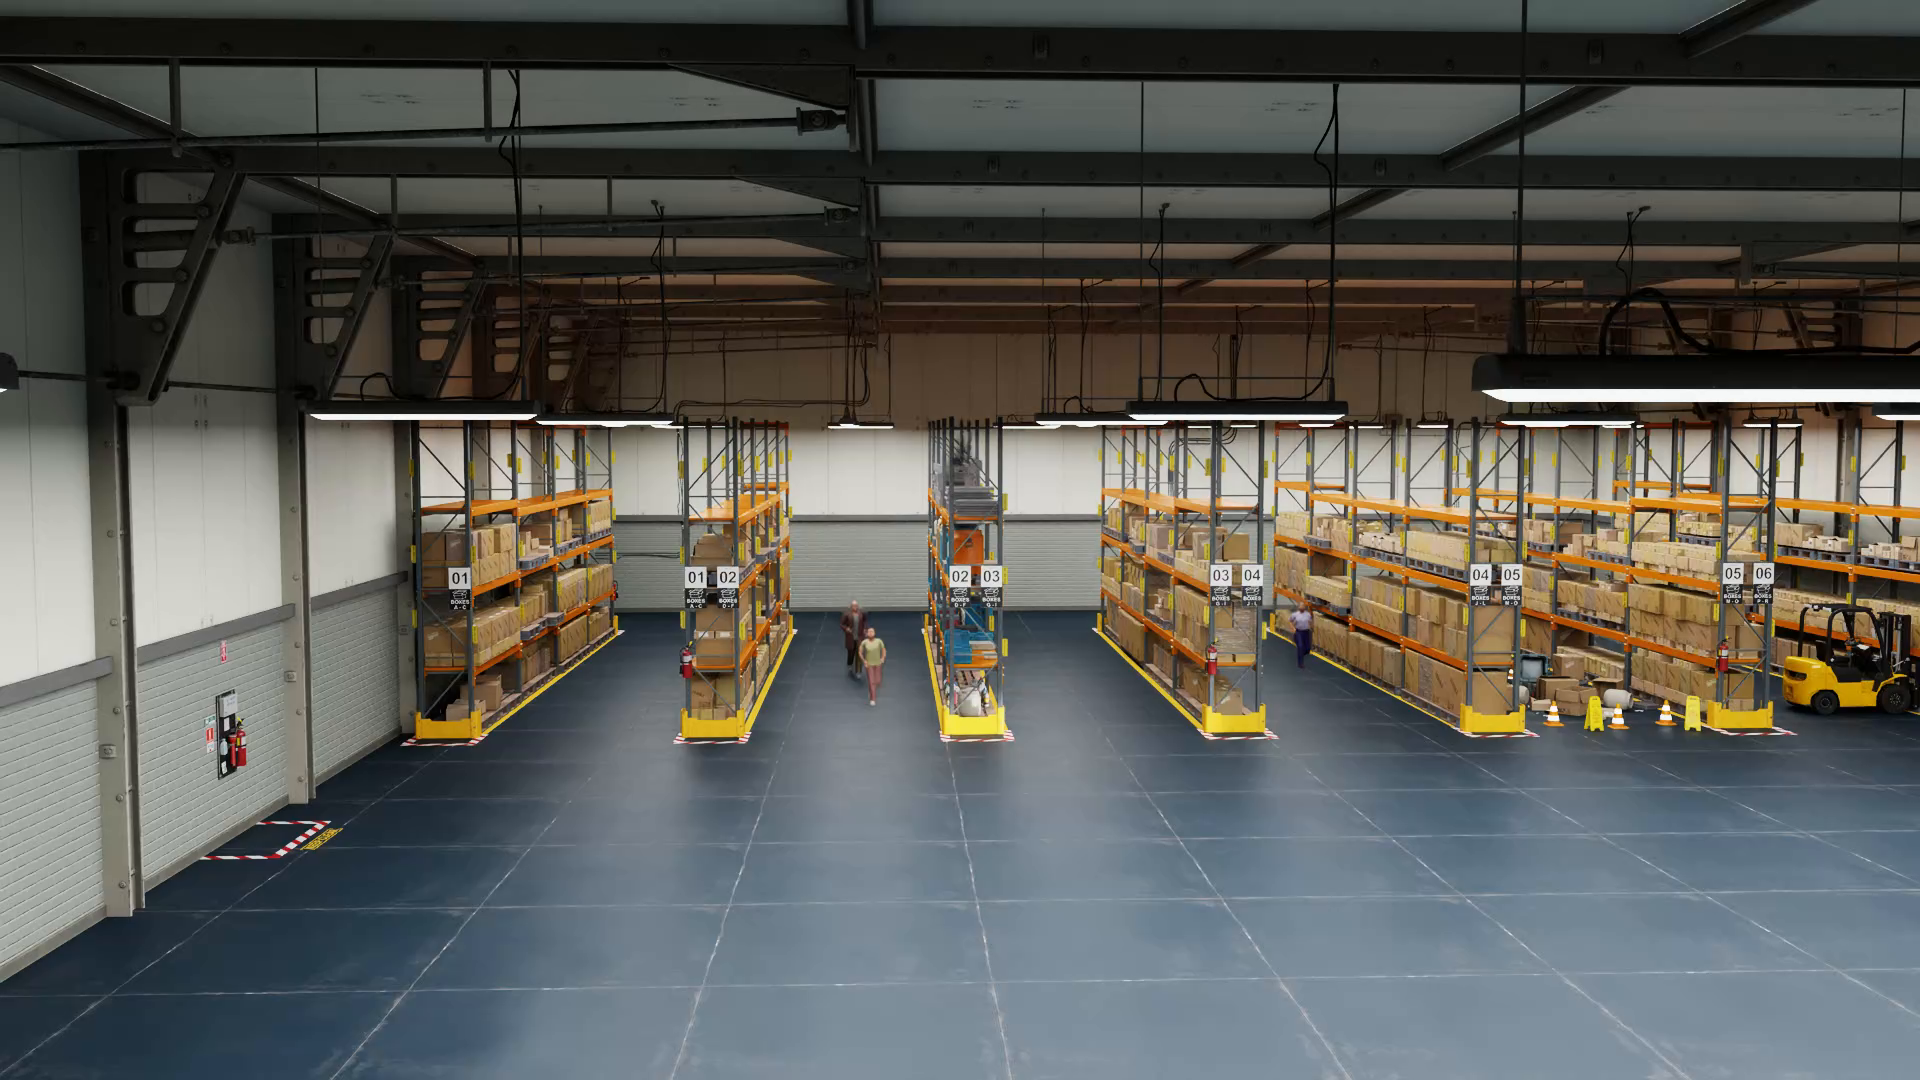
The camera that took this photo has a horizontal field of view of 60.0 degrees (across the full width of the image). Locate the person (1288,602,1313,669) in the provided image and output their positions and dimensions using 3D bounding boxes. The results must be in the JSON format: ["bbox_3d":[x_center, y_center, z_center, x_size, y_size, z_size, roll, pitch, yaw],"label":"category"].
[{"bbox_3d":[8.271,2.296,40.355,0.613,1.588,0.688,0,4,-6],"label":"person"}]

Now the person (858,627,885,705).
[{"bbox_3d":[-1.843,2.634,34.952,0.580,1.636,0.535,-1,4,-10],"label":"person"}]

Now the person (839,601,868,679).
[{"bbox_3d":[-2.454,2.301,38.687,0.708,1.770,1.005,-1,4,-13],"label":"person"}]
